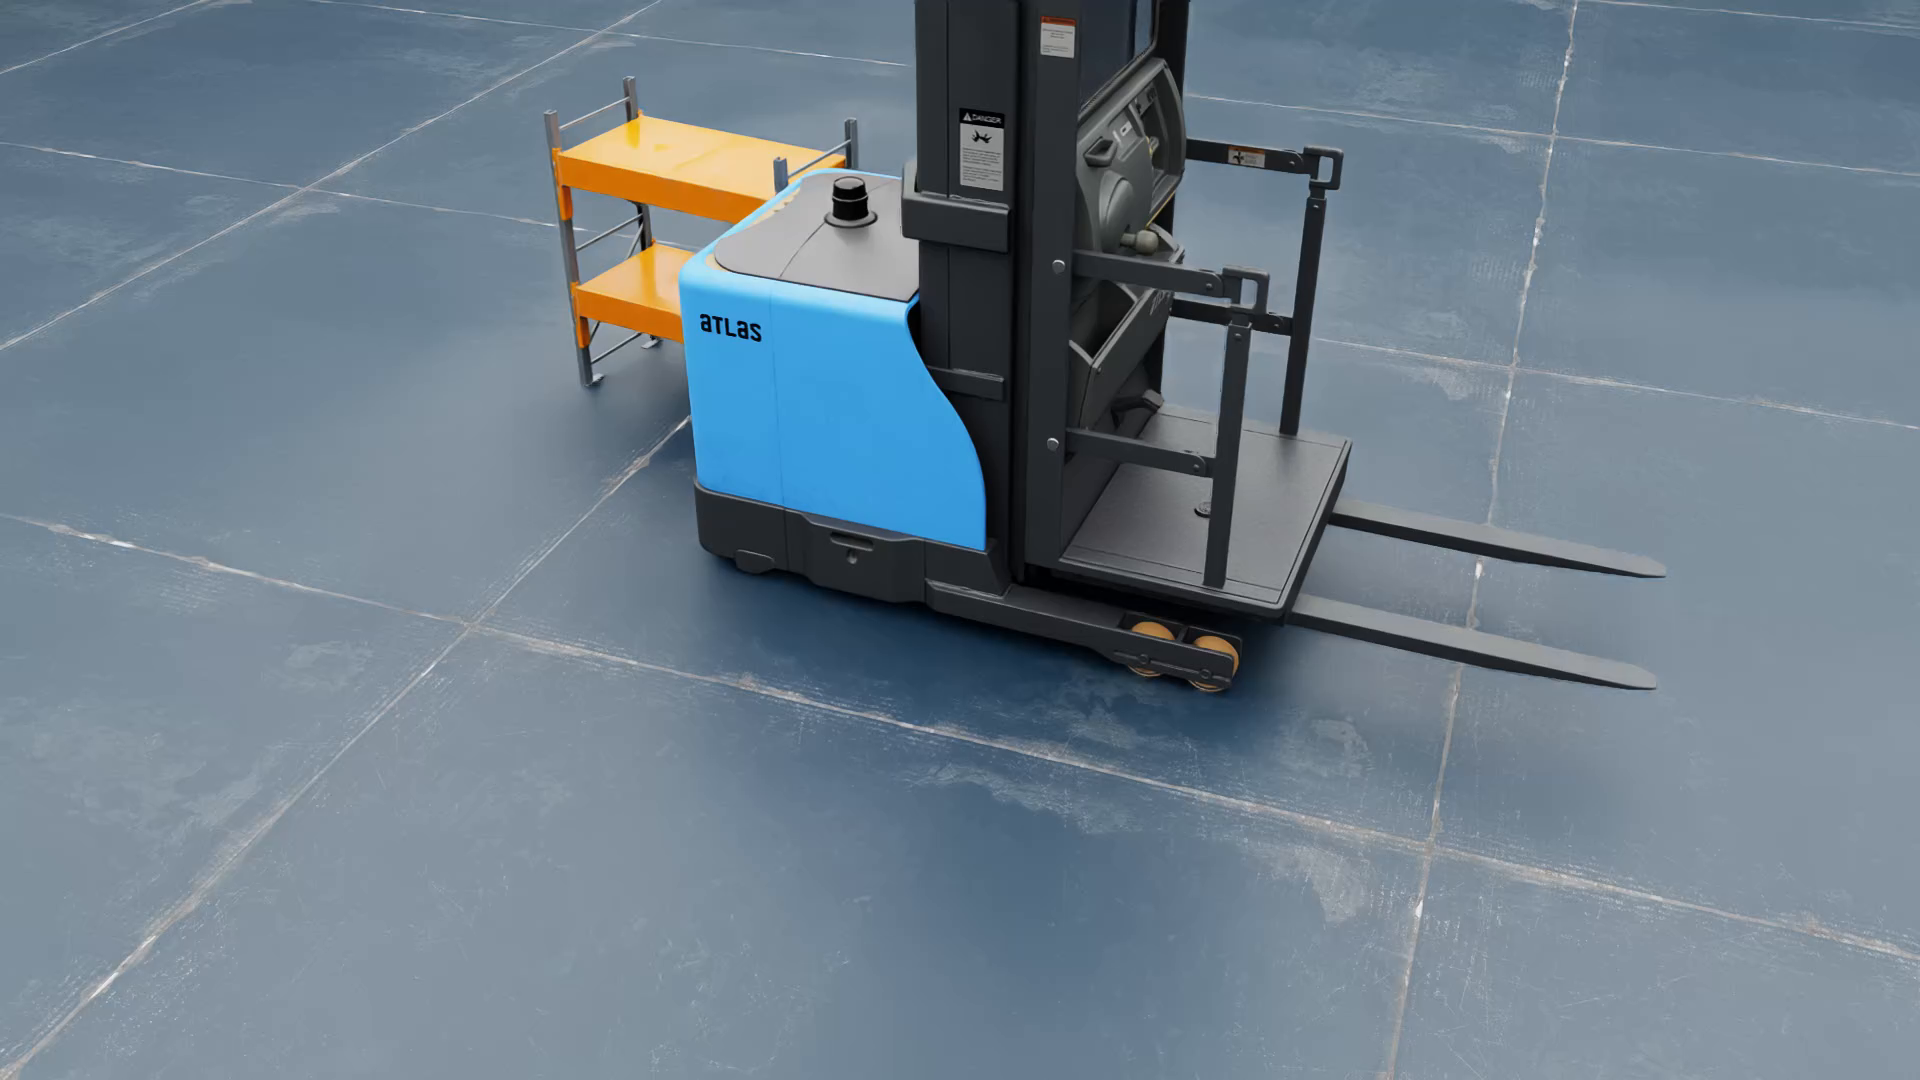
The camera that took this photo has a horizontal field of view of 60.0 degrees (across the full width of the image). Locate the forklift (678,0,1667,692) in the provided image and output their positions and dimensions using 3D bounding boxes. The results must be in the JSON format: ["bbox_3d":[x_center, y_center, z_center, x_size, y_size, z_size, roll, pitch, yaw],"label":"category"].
[{"bbox_3d":[0.686,-1.100,4.752,3.031,2.935,1.130,12,35,18],"label":"forklift"}]

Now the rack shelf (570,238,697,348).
[{"bbox_3d":[-0.952,-0.873,6.515,1.000,0.278,0.538,17,36,24],"label":"rack shelf"}]

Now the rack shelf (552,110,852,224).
[{"bbox_3d":[-0.952,-1.324,6.224,1.000,0.278,0.538,17,36,24],"label":"rack shelf"}]

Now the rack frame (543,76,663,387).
[{"bbox_3d":[-1.397,-1.212,6.590,0.032,1.125,0.500,17,36,24],"label":"rack frame"}]

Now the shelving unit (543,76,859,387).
[{"bbox_3d":[-0.952,-1.078,6.382,1.048,1.125,0.538,17,36,24],"label":"shelving unit"}]

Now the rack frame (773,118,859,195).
[{"bbox_3d":[-0.507,-0.944,6.175,0.032,1.125,0.500,17,36,24],"label":"rack frame"}]
